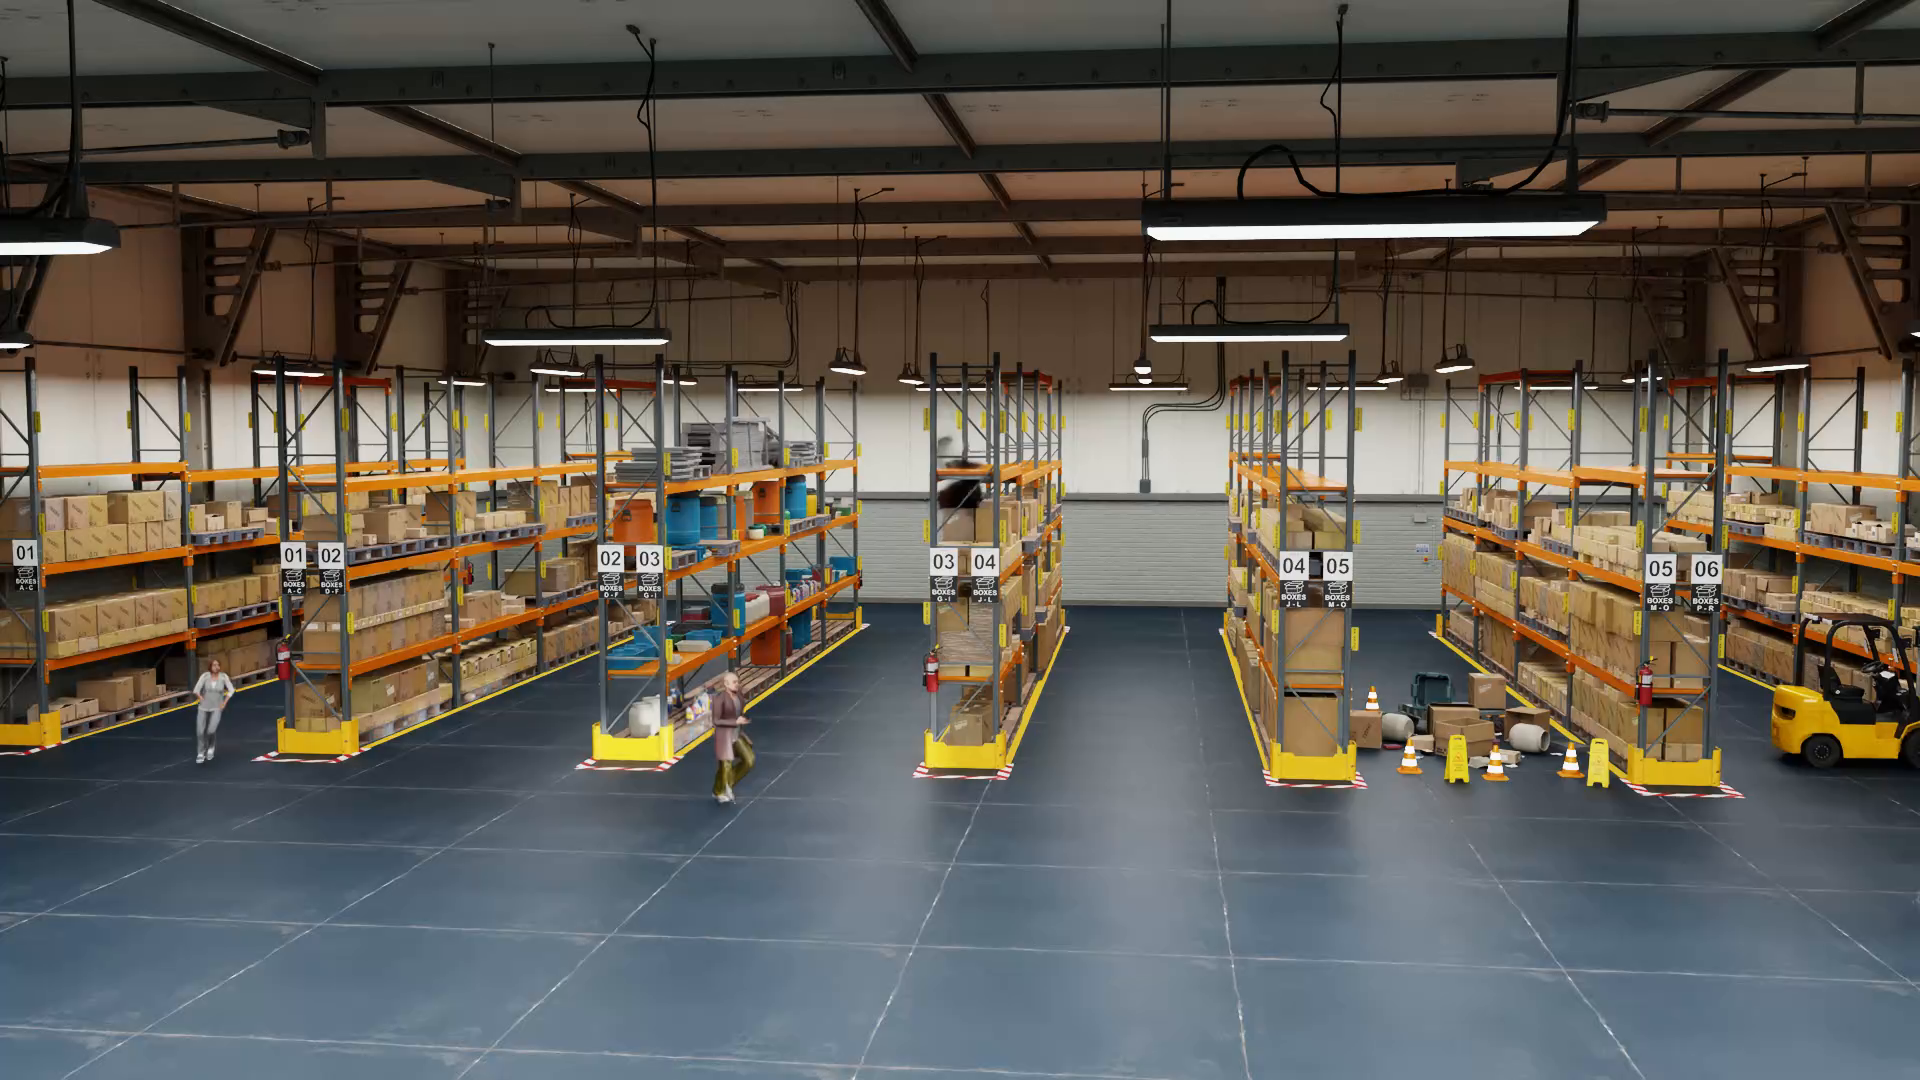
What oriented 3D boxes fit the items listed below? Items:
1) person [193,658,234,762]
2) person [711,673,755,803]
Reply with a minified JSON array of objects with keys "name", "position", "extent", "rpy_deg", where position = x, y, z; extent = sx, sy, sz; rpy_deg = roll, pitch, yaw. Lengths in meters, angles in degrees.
[{"name":"person","position":[-10.991,2.502,24.461],"extent":[0.543,1.535,0.539],"rpy_deg":[-1,4,-15]},{"name":"person","position":[-2.966,2.588,21.676],"extent":[0.822,1.731,0.760],"rpy_deg":[3,5,37]}]
